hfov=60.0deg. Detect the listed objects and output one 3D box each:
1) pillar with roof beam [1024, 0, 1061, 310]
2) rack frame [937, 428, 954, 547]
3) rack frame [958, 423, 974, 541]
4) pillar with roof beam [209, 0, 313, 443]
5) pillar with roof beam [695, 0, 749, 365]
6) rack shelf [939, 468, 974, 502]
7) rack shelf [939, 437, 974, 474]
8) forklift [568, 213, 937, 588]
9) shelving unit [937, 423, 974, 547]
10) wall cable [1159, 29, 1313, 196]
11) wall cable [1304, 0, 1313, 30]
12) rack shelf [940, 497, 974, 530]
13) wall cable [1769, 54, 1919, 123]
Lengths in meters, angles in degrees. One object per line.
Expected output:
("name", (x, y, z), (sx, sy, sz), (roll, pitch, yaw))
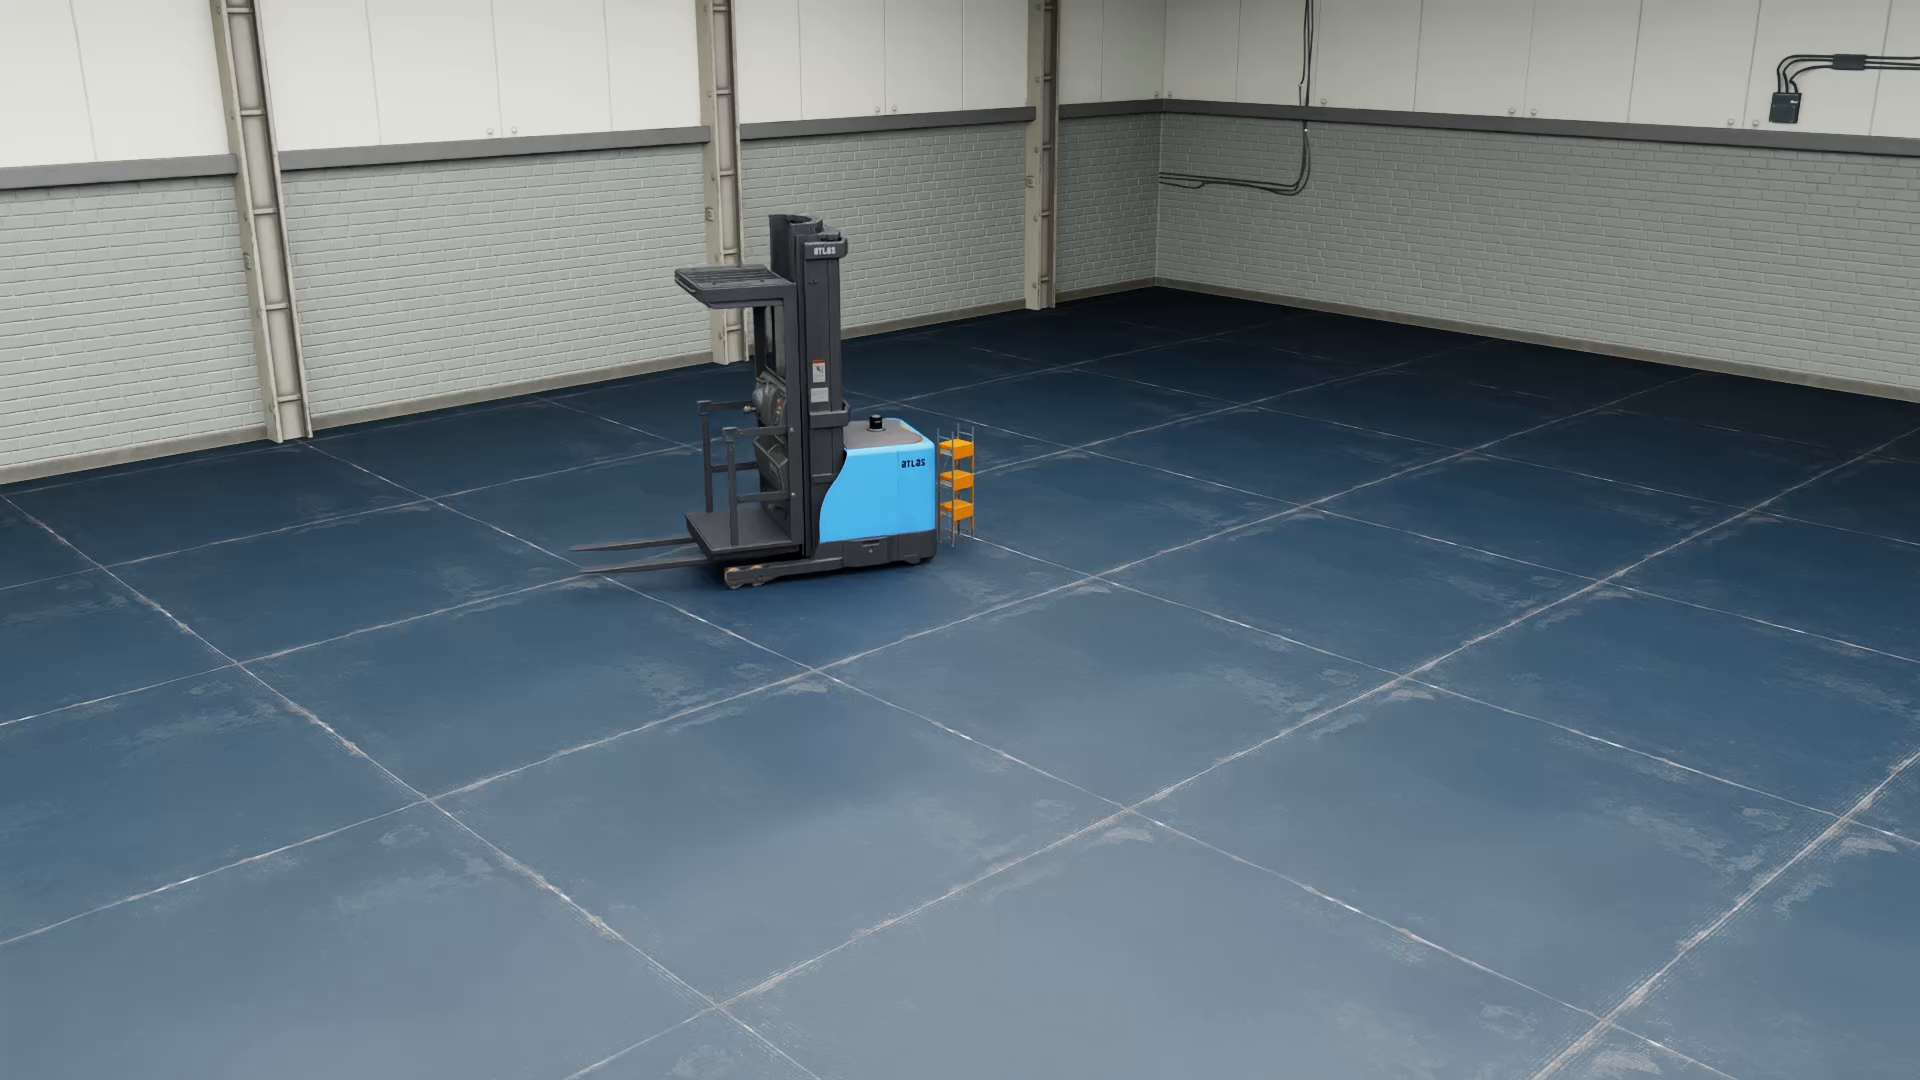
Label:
("pillar with roof beam", (4.221, -7.001, 21.988), (0.400, 9.000, 9.100), (-16, 24, -41))
("rack frame", (-0.128, -0.462, 14.708), (0.008, 1.050, 0.200), (-16, 24, -41))
("rack frame", (0.050, -0.514, 14.868), (0.008, 1.050, 0.200), (-16, 24, -41))
("pillar with roof beam", (-4.498, -4.458, 14.145), (0.400, 9.000, 9.100), (-16, 24, -41))
("pillar with roof beam", (-0.138, -5.730, 18.066), (0.400, 9.000, 9.100), (-16, 24, -41))
("rack shelf", (-0.039, -0.478, 14.791), (0.240, 0.259, 0.215), (-16, 24, -41))
("rack shelf", (-0.039, -0.748, 14.704), (0.240, 0.259, 0.215), (-16, 24, -41))
("forklift", (-1.773, -1.179, 13.868), (3.031, 2.935, 1.130), (-6, 19, -19))
("shelving unit", (-0.039, -0.488, 14.788), (0.252, 1.050, 0.215), (-16, 24, -41))
("wall cable", (4.313, -6.817, 26.454), (0.112, 2.526, 3.097), (-16, 24, -41))
("wall cable", (6.171, -8.613, 23.805), (0.112, 2.526, 3.097), (-16, 24, -41))
("rack shelf", (-0.039, -0.214, 14.877), (0.240, 0.259, 0.215), (-16, 24, -41))
("wall cable", (10.824, -7.781, 18.878), (0.169, 6.003, 2.305), (-16, 24, -41))
